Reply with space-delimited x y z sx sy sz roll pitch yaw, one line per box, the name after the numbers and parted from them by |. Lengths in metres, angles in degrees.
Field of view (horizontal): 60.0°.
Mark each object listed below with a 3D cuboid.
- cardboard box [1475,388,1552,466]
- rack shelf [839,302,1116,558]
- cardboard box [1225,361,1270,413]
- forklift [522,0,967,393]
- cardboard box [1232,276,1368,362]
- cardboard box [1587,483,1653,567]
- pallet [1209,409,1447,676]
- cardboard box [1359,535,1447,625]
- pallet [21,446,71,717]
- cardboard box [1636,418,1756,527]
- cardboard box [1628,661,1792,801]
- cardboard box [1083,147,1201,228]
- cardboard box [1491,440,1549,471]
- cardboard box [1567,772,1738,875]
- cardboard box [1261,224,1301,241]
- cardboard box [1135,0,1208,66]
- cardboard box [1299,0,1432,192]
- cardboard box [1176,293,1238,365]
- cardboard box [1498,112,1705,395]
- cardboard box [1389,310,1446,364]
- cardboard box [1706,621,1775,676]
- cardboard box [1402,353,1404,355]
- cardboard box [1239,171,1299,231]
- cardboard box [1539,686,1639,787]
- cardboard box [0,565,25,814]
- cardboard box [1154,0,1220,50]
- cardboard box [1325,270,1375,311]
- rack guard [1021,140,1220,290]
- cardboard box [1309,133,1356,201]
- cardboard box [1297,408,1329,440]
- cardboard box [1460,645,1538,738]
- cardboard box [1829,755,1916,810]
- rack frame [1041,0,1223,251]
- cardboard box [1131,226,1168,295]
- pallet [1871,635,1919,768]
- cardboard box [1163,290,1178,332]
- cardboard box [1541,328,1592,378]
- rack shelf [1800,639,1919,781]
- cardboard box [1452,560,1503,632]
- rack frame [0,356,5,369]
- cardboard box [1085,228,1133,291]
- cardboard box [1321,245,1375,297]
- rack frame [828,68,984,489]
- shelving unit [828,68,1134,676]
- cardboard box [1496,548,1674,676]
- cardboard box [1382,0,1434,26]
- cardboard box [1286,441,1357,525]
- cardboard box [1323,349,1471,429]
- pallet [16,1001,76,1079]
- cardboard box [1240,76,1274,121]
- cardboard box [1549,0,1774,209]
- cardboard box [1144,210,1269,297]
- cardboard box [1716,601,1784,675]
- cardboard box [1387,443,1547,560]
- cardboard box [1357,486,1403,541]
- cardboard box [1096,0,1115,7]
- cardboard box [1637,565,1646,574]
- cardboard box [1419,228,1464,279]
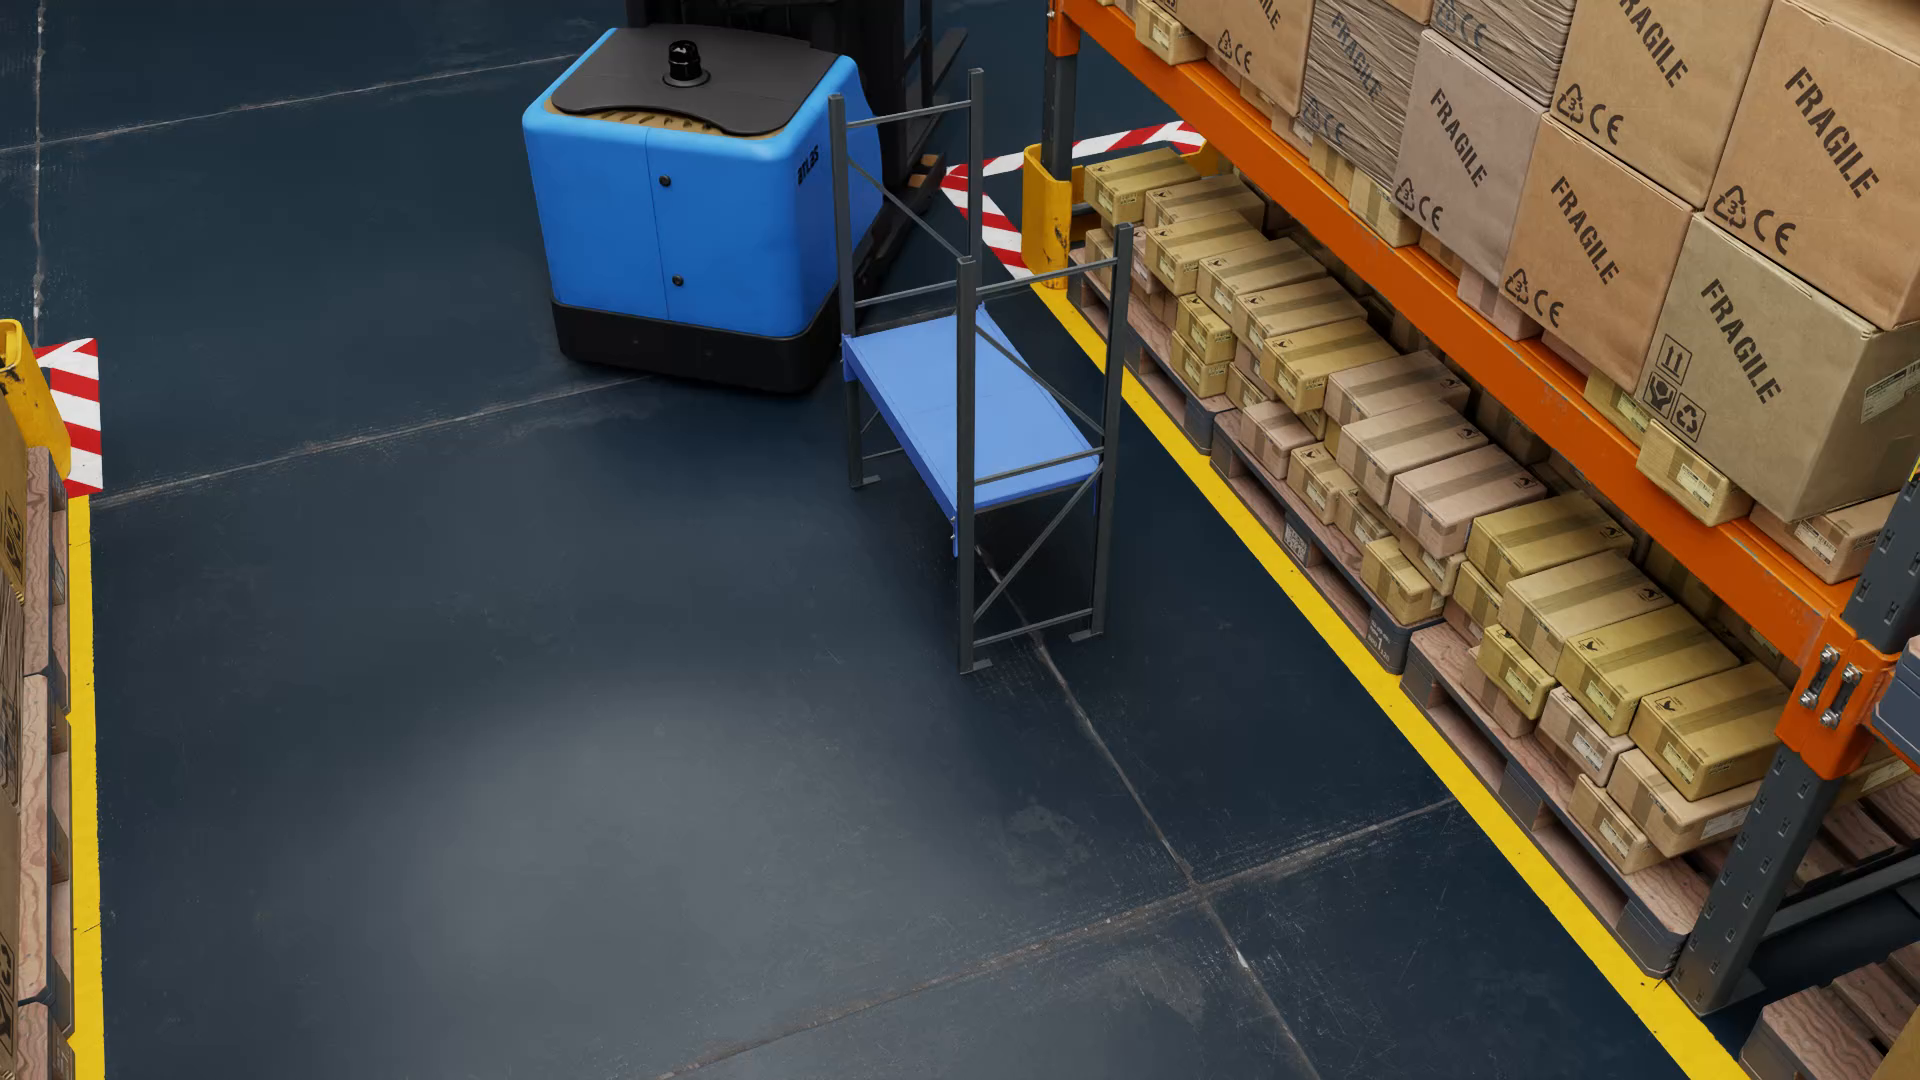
1.893 -0.410 5.334 0.380 0.149 0.250 -17 43 -19 | cardboard box
0.033 -0.381 5.319 0.538 0.185 1.000 -15 43 -17 | rack shelf
1.183 -0.553 5.957 0.380 0.149 0.250 -15 43 -17 | cardboard box
-0.690 -2.639 6.571 1.130 2.935 3.031 10 42 12 | forklift
1.169 -0.752 5.733 0.380 0.149 0.250 -14 43 -15 | cardboard box
2.095 -0.093 4.965 0.380 0.149 0.250 -16 43 -18 | cardboard box
1.589 -0.132 5.741 1.003 0.211 1.213 -15 43 -17 | pallet
1.488 0.090 5.210 0.380 0.149 0.250 -15 43 -17 | cardboard box
-3.424 0.229 5.322 1.003 0.211 1.213 -15 43 -17 | pallet
1.825 -0.204 3.879 0.380 0.149 0.250 -16 43 -18 | cardboard box
1.973 0.489 4.288 0.380 0.149 0.250 -14 43 -16 | cardboard box
0.705 -1.370 6.451 0.380 0.149 0.250 -17 44 -19 | cardboard box
1.978 -0.317 5.455 0.380 0.149 0.250 -15 43 -17 | cardboard box
1.885 0.713 4.485 0.380 0.149 0.250 -15 43 -16 | cardboard box
1.335 -1.240 6.528 0.380 0.149 0.250 -16 43 -18 | cardboard box
0.829 -1.776 5.708 0.380 0.149 0.250 -16 43 -18 | cardboard box
1.340 -1.358 4.724 0.500 0.500 0.500 -16 43 -18 | cardboard box
1.008 -0.792 6.007 0.380 0.149 0.250 -14 43 -16 | cardboard box
1.706 -0.742 4.008 0.500 0.500 0.500 -16 43 -18 | cardboard box
1.708 -0.719 5.694 0.380 0.149 0.250 -16 43 -18 | cardboard box
2.327 0.323 4.710 0.380 0.149 0.250 -15 43 -17 | cardboard box
1.776 -0.631 5.819 0.380 0.149 0.250 -13 42 -15 | cardboard box
1.299 -1.349 6.427 0.380 0.149 0.250 -14 43 -16 | cardboard box
1.820 0.481 4.526 0.380 0.149 0.250 -17 44 -19 | cardboard box
-3.135 0.270 4.443 0.875 0.875 0.875 -15 43 -17 | cardboard box
0.964 -1.962 5.426 0.500 0.500 0.500 -15 43 -17 | cardboard box
1.493 -0.911 6.145 0.380 0.149 0.250 -16 43 -17 | cardboard box
0.848 -1.473 7.080 1.175 0.500 0.348 -15 43 -17 | rack guard
1.284 -1.168 5.000 0.380 0.149 0.250 -14 43 -15 | cardboard box
1.339 -0.503 5.671 0.380 0.149 0.250 -13 42 -15 | cardboard box
1.702 0.393 4.857 0.380 0.149 0.250 -16 43 -18 | cardboard box
2.507 0.565 4.657 0.380 0.149 0.250 -17 44 -19 | cardboard box
0.819 -2.467 6.318 1.000 3.000 0.127 -15 43 -17 | rack frame
0.835 -1.099 6.364 0.380 0.149 0.250 -15 43 -17 | cardboard box
2.507 0.512 3.001 1.003 0.211 1.213 -15 43 -17 | pallet
1.001 -0.865 6.319 0.380 0.149 0.250 -15 43 -16 | cardboard box
1.742 -0.552 4.284 0.380 0.149 0.250 -16 43 -18 | cardboard box
3.115 1.420 2.350 1.077 0.370 4.000 -15 43 -17 | rack shelf
1.696 0.149 4.913 0.380 0.149 0.250 -15 43 -16 | cardboard box
-3.802 -1.290 4.950 1.000 3.000 0.127 -15 43 -17 | rack frame
0.724 -1.150 6.651 0.380 0.149 0.250 -14 43 -16 | cardboard box
1.556 -1.053 6.082 0.380 0.149 0.250 -17 43 -19 | cardboard box
-0.162 -0.824 5.557 0.500 1.500 0.032 -15 43 -17 | rack frame
0.033 -0.517 5.201 0.538 1.500 1.048 -15 43 -17 | shelving unit
1.736 0.197 4.628 0.380 0.149 0.250 -15 43 -17 | cardboard box
1.321 -1.733 4.393 0.500 0.500 0.500 -16 43 -18 | cardboard box
1.328 -0.221 5.571 0.380 0.149 0.250 -15 43 -17 | cardboard box
1.412 -0.455 5.387 0.380 0.149 0.250 -15 43 -17 | cardboard box
-2.491 1.699 3.613 1.003 0.211 1.213 -15 43 -17 | pallet
1.136 -1.485 5.369 0.380 0.149 0.250 -16 43 -17 | cardboard box
1.717 -1.113 3.672 0.500 0.500 0.500 -16 43 -18 | cardboard box
0.900 -1.051 6.079 0.380 0.149 0.250 -15 43 -17 | cardboard box
2.358 0.199 4.626 0.380 0.149 0.250 -13 42 -15 | cardboard box
1.520 -0.119 4.996 0.380 0.149 0.250 -17 44 -19 | cardboard box
1.496 -0.166 5.279 0.380 0.149 0.250 -17 44 -19 | cardboard box
0.640 -2.095 6.078 0.380 0.149 0.250 -15 43 -17 | cardboard box
2.099 0.022 5.060 0.380 0.149 0.250 -17 44 -19 | cardboard box
1.522 -0.864 4.647 0.380 0.149 0.250 -16 43 -17 | cardboard box
